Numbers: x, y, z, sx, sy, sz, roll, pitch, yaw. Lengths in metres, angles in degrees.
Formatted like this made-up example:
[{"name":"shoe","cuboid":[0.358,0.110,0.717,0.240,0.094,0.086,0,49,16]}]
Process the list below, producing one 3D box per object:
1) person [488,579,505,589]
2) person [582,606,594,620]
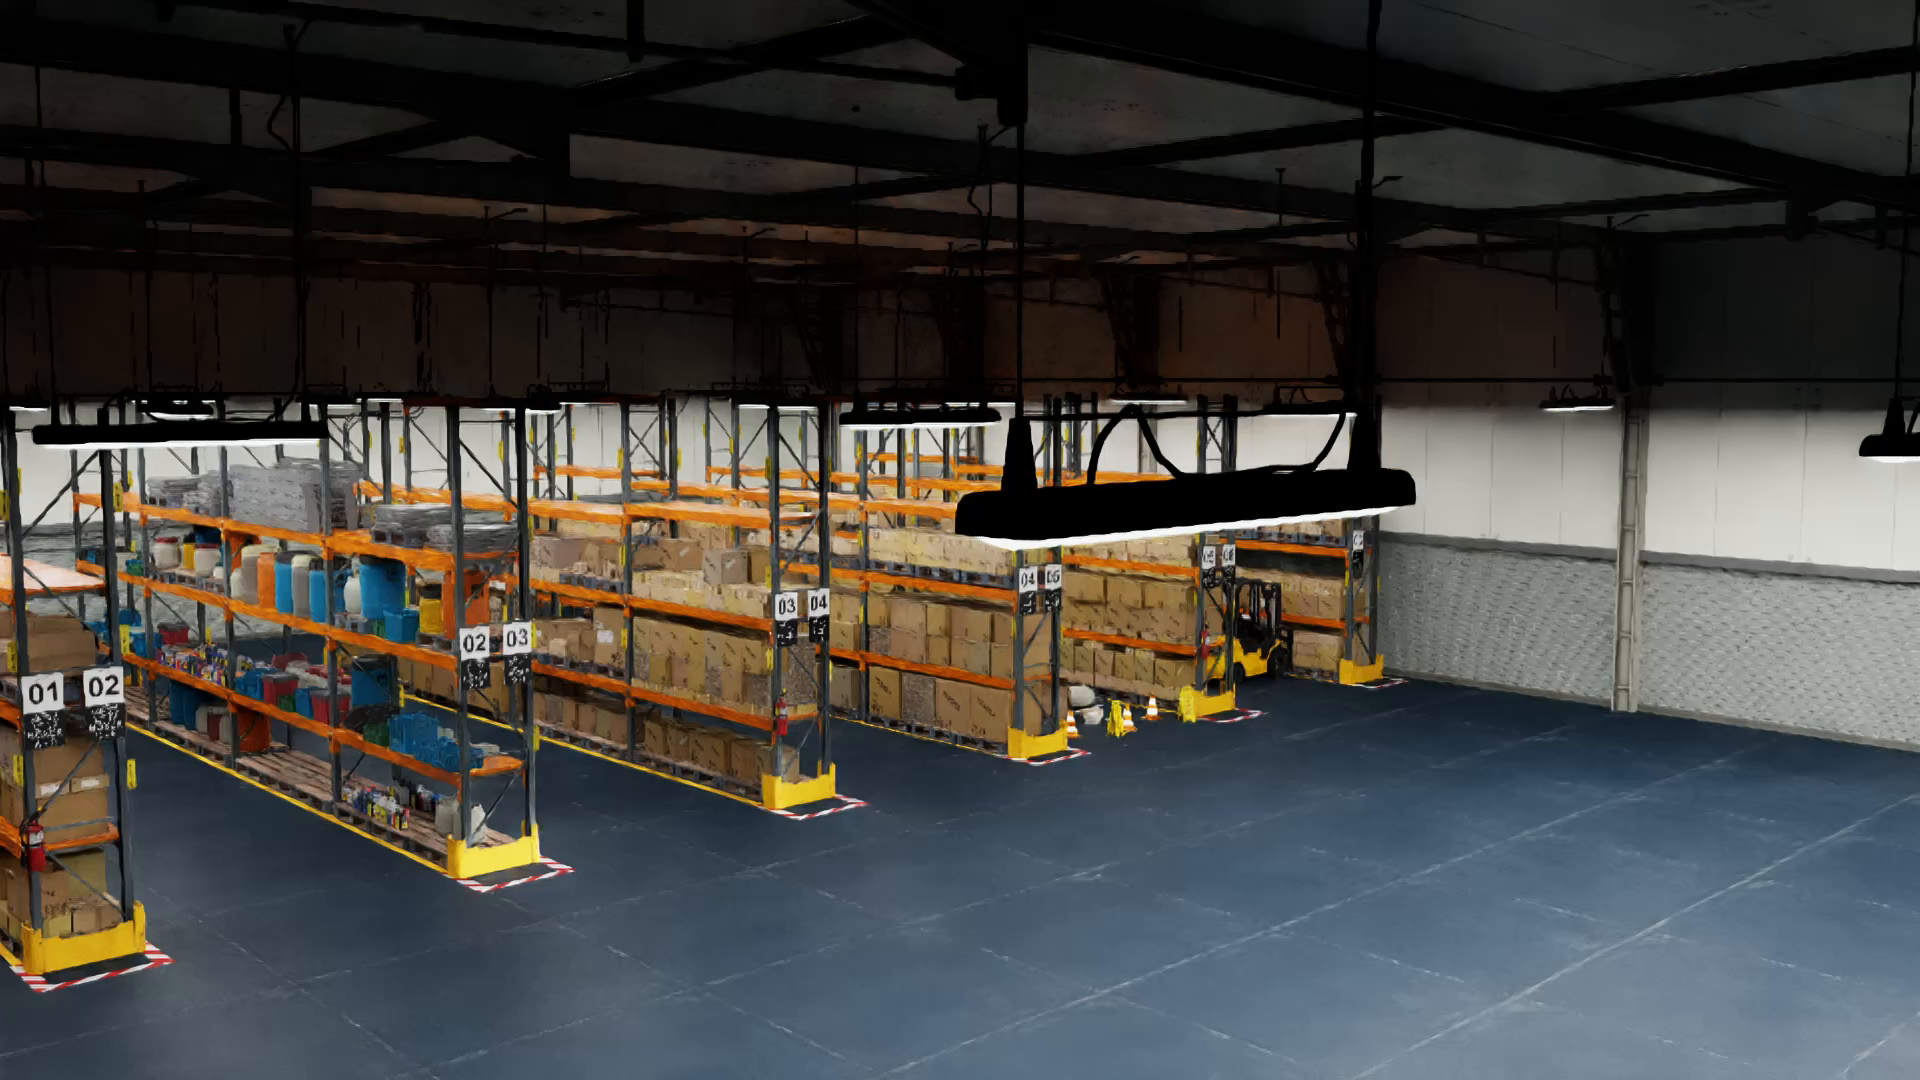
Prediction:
[{"name":"person","cuboid":[-11.538,1.410,41.669,0.678,1.773,0.457,1,6,14]},{"name":"person","cuboid":[-7.902,2.162,34.971,0.515,1.603,0.593,5,8,44]}]
